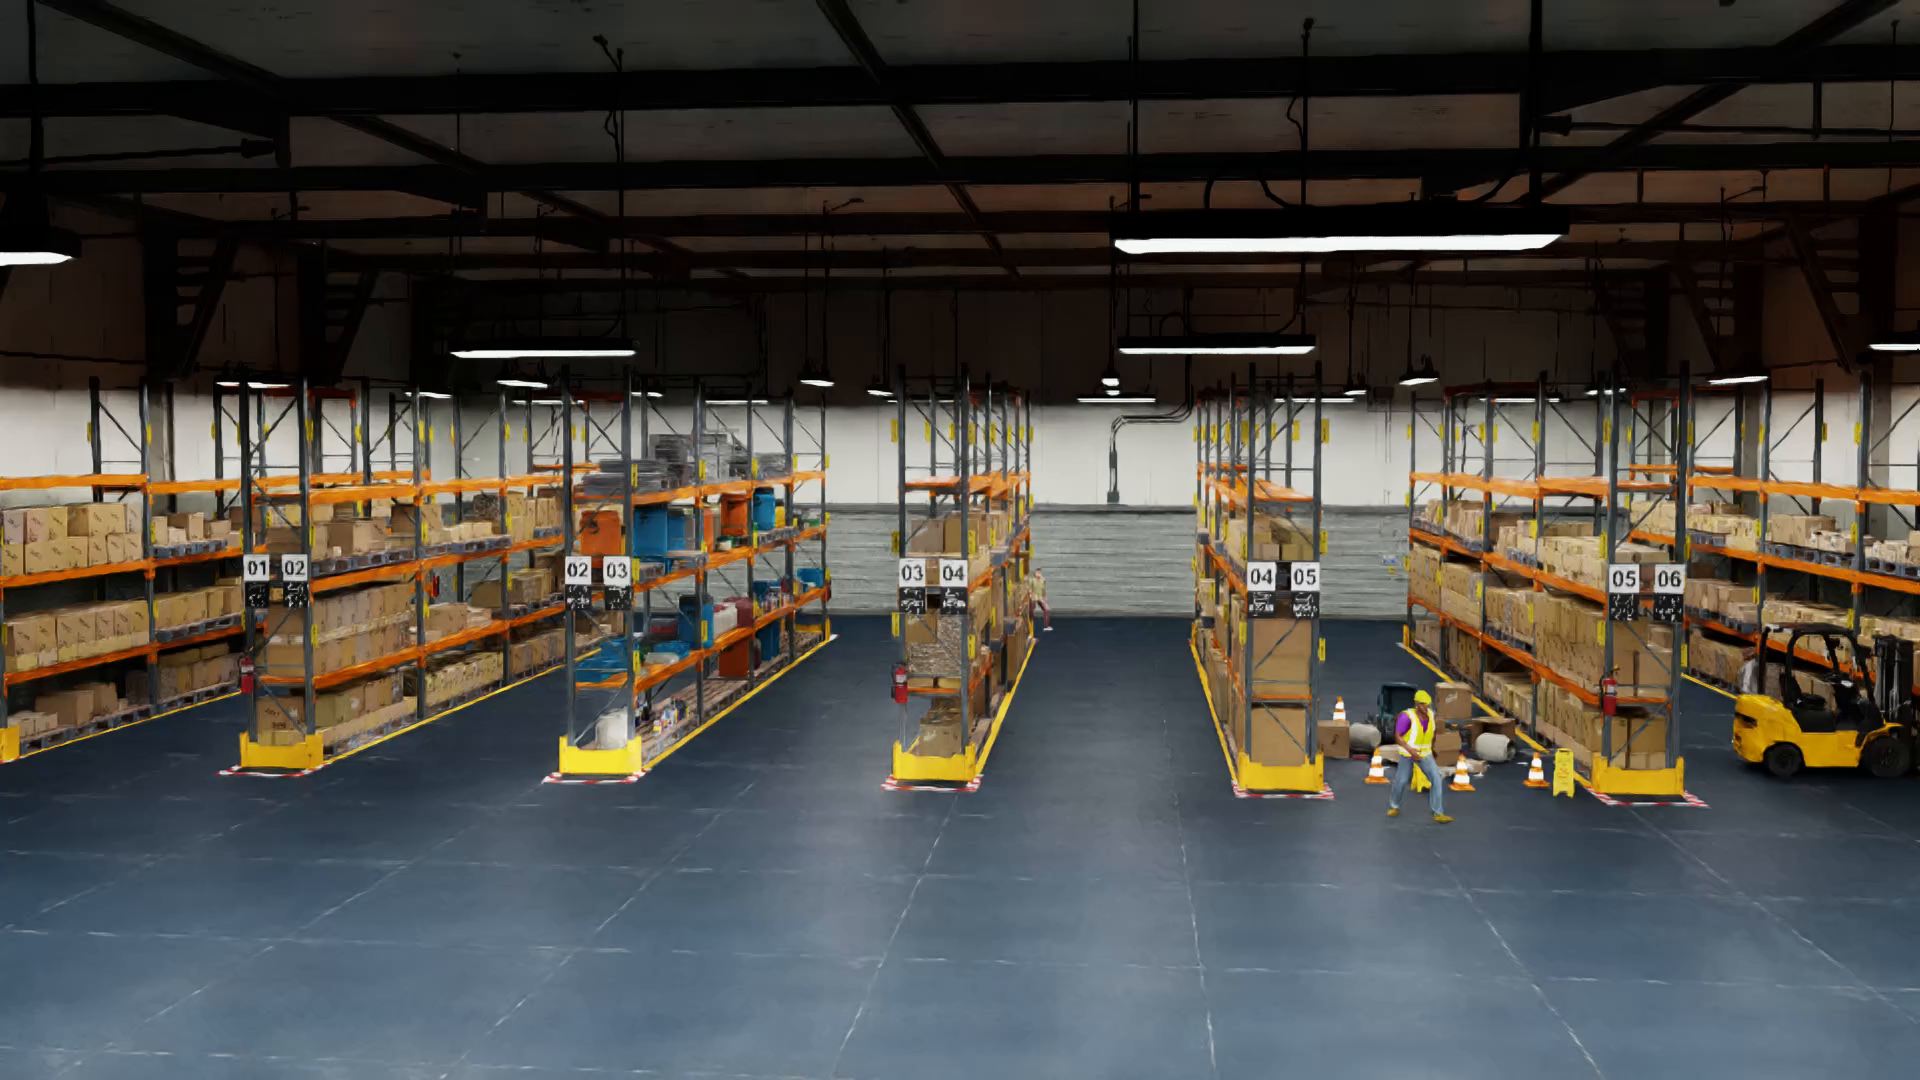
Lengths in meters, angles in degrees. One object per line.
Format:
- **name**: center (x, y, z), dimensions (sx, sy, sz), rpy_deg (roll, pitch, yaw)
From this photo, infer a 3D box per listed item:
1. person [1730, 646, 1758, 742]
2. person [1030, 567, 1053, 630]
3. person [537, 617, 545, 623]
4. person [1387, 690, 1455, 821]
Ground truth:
- **person**: center (12.603, 2.489, 26.591), dimensions (0.511, 1.596, 0.494), rpy_deg (3, 4, 35)
- **person**: center (1.971, 1.490, 42.149), dimensions (0.625, 1.601, 0.802), rpy_deg (-1, 4, -13)
- **person**: center (-10.391, 1.544, 40.641), dimensions (0.682, 1.715, 0.536), rpy_deg (0, 4, 4)
- **person**: center (5.903, 2.763, 21.502), dimensions (0.714, 1.697, 0.823), rpy_deg (-1, 4, -12)
